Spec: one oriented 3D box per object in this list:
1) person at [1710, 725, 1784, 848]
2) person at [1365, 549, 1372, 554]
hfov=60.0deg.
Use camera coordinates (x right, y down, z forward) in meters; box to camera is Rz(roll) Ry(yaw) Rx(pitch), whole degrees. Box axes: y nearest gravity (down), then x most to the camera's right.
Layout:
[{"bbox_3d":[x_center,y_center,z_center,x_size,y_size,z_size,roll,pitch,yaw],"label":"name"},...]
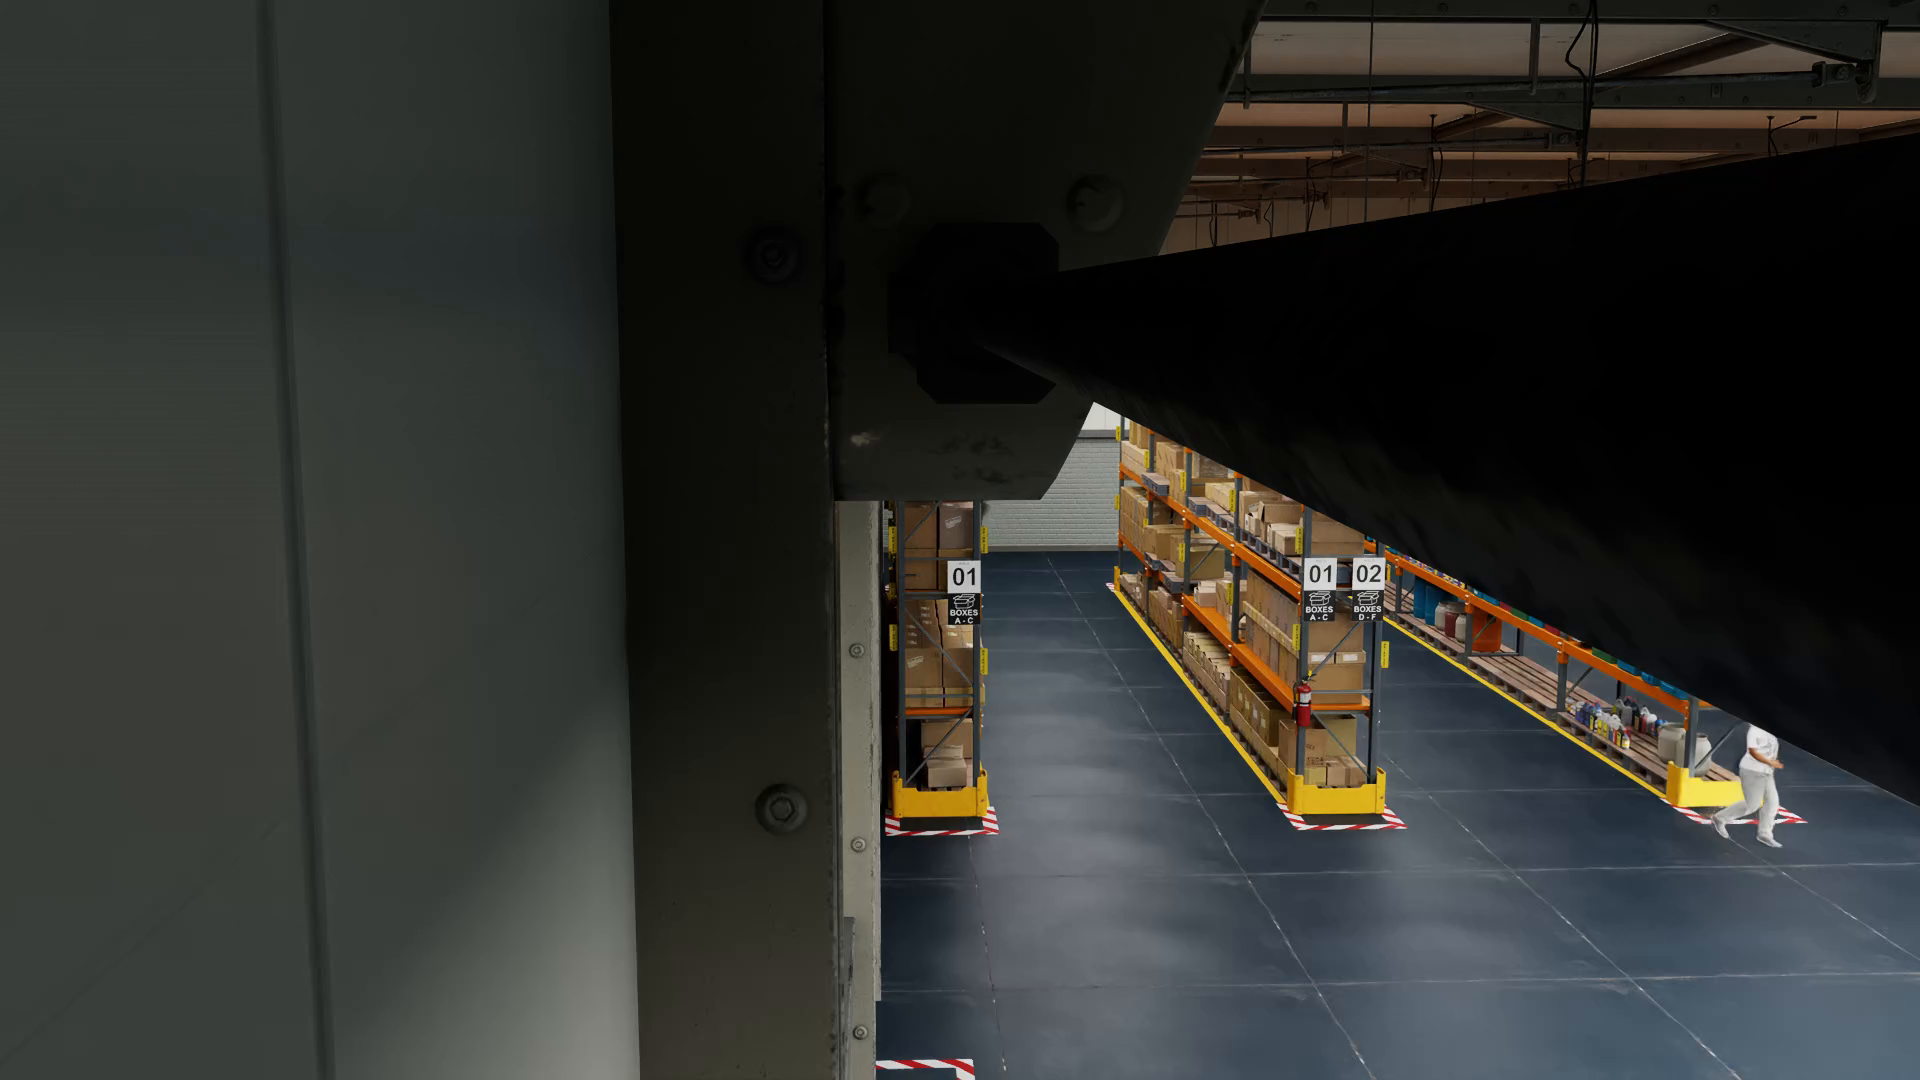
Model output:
[{"bbox_3d":[9.314,2.736,19.540,0.782,1.681,0.661,6,10,35],"label":"person"},{"bbox_3d":[9.389,-0.201,39.008,0.984,1.790,0.651,1,8,7],"label":"person"}]
